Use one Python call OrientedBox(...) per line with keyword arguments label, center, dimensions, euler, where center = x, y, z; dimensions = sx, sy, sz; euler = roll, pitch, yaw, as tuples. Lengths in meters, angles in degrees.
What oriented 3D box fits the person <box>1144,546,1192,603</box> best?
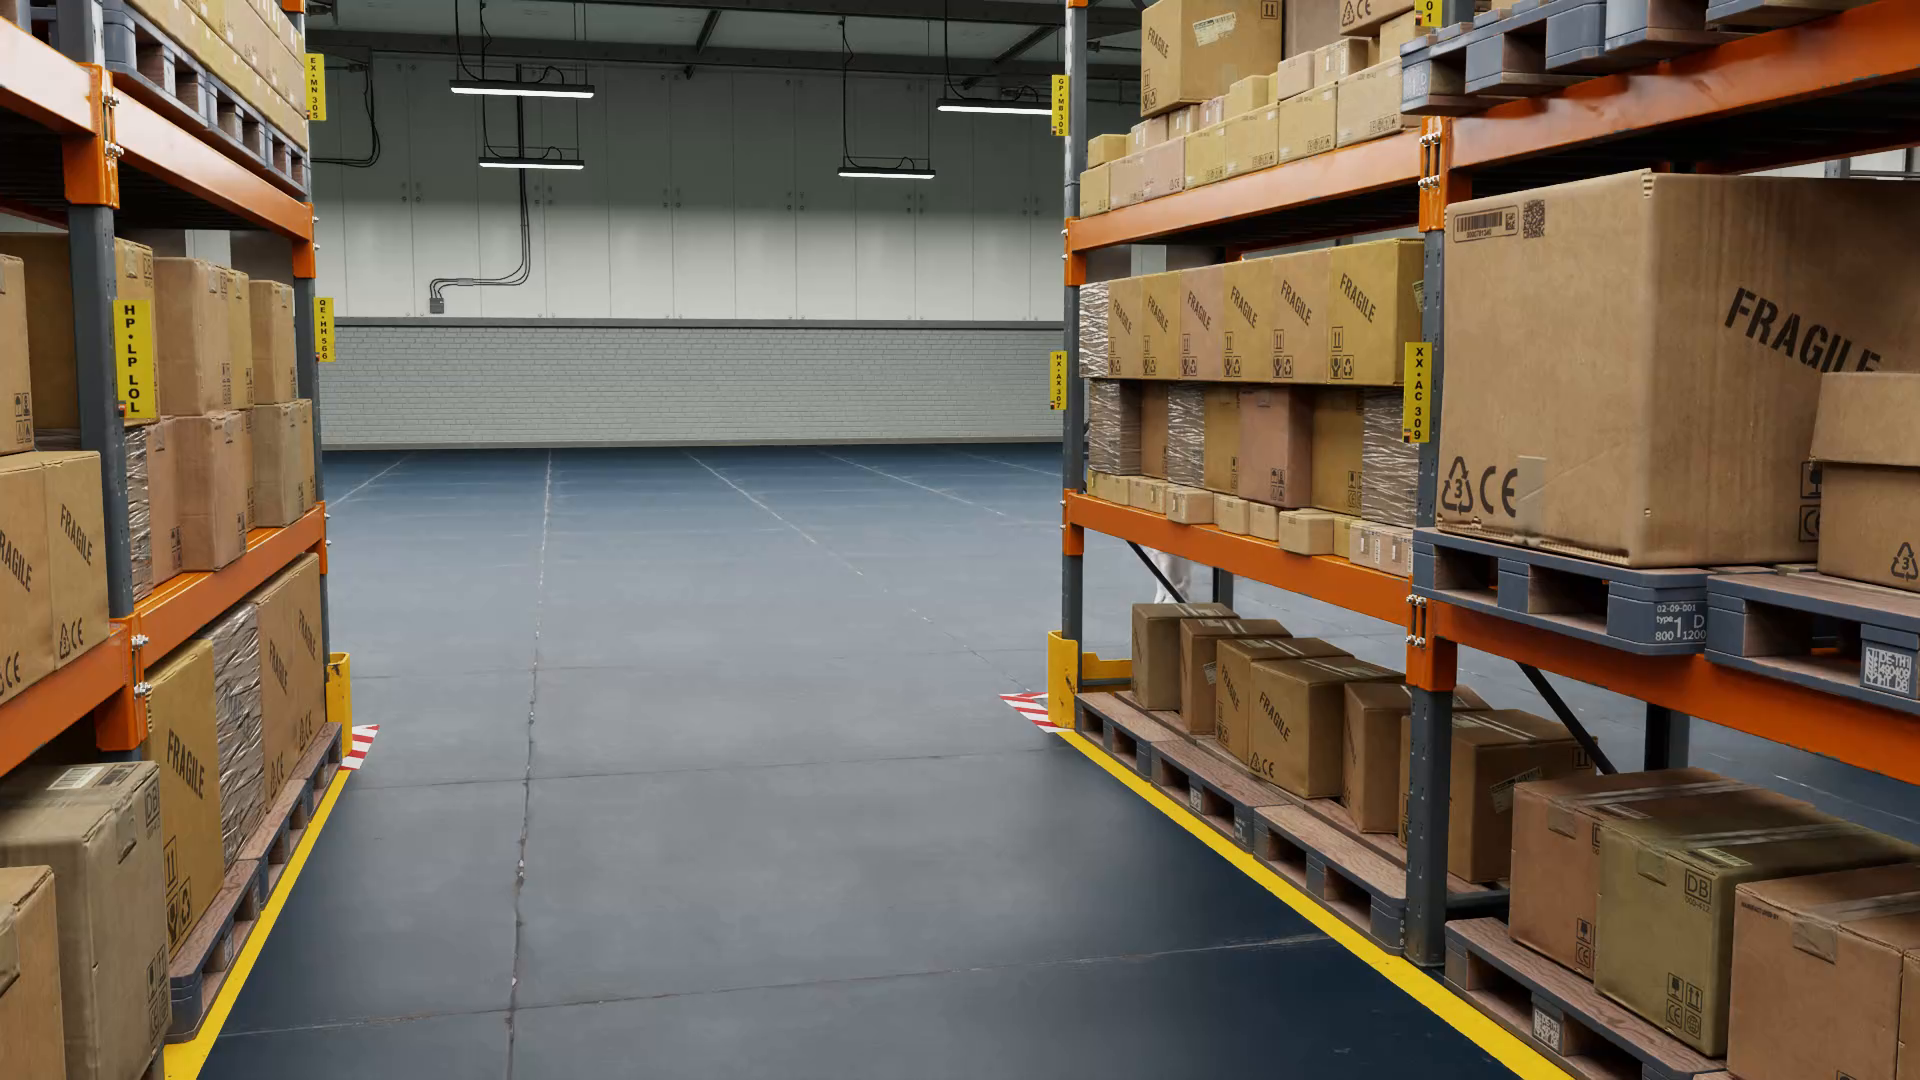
OrientedBox(label="person", center=(1.447, -0.025, 11.063), dimensions=(0.571, 1.770, 0.516), euler=(-1, 6, -14))
